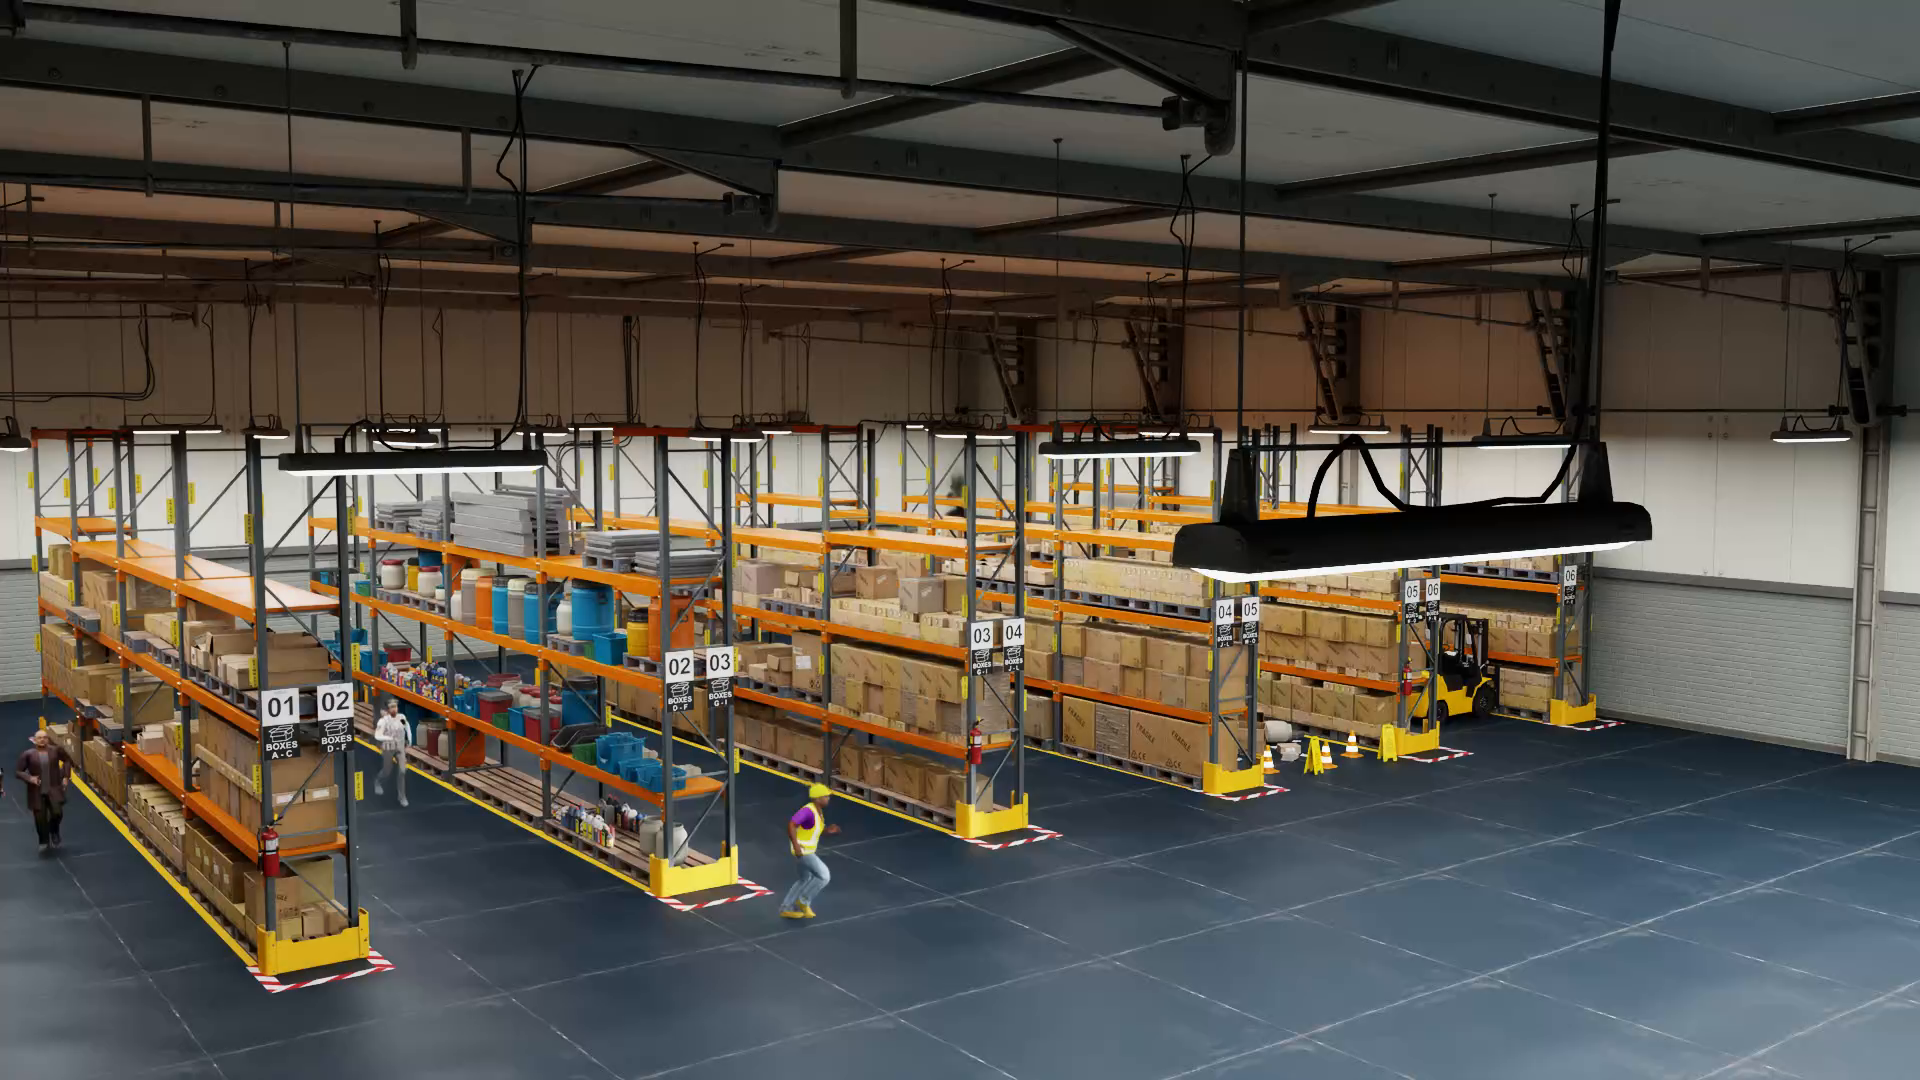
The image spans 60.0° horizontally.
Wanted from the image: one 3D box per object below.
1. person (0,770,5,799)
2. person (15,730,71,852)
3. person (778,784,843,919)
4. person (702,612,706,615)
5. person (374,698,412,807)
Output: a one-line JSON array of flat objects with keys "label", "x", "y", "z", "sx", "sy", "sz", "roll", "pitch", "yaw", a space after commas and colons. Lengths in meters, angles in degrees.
[{"label": "person", "x": -13.743, "y": 3.656, "z": 23.421, "sx": 0.748, "sy": 1.663, "sz": 0.590, "roll": 4, "pitch": 6, "yaw": 44}, {"label": "person", "x": -13.062, "y": 3.594, "z": 23.740, "sx": 0.732, "sy": 1.753, "sz": 0.645, "roll": -3, "pitch": 5, "yaw": -34}, {"label": "person", "x": -1.867, "y": 3.879, "z": 20.704, "sx": 0.795, "sy": 1.684, "sz": 0.747, "roll": 0, "pitch": 4, "yaw": 1}, {"label": "person", "x": -6.124, "y": 2.488, "z": 39.100, "sx": 0.698, "sy": 1.580, "sz": 0.527, "roll": -1, "pitch": 5, "yaw": -16}, {"label": "person", "x": -9.136, "y": 3.385, "z": 26.799, "sx": 0.622, "sy": 1.710, "sz": 0.937, "roll": -3, "pitch": 6, "yaw": -37}]
